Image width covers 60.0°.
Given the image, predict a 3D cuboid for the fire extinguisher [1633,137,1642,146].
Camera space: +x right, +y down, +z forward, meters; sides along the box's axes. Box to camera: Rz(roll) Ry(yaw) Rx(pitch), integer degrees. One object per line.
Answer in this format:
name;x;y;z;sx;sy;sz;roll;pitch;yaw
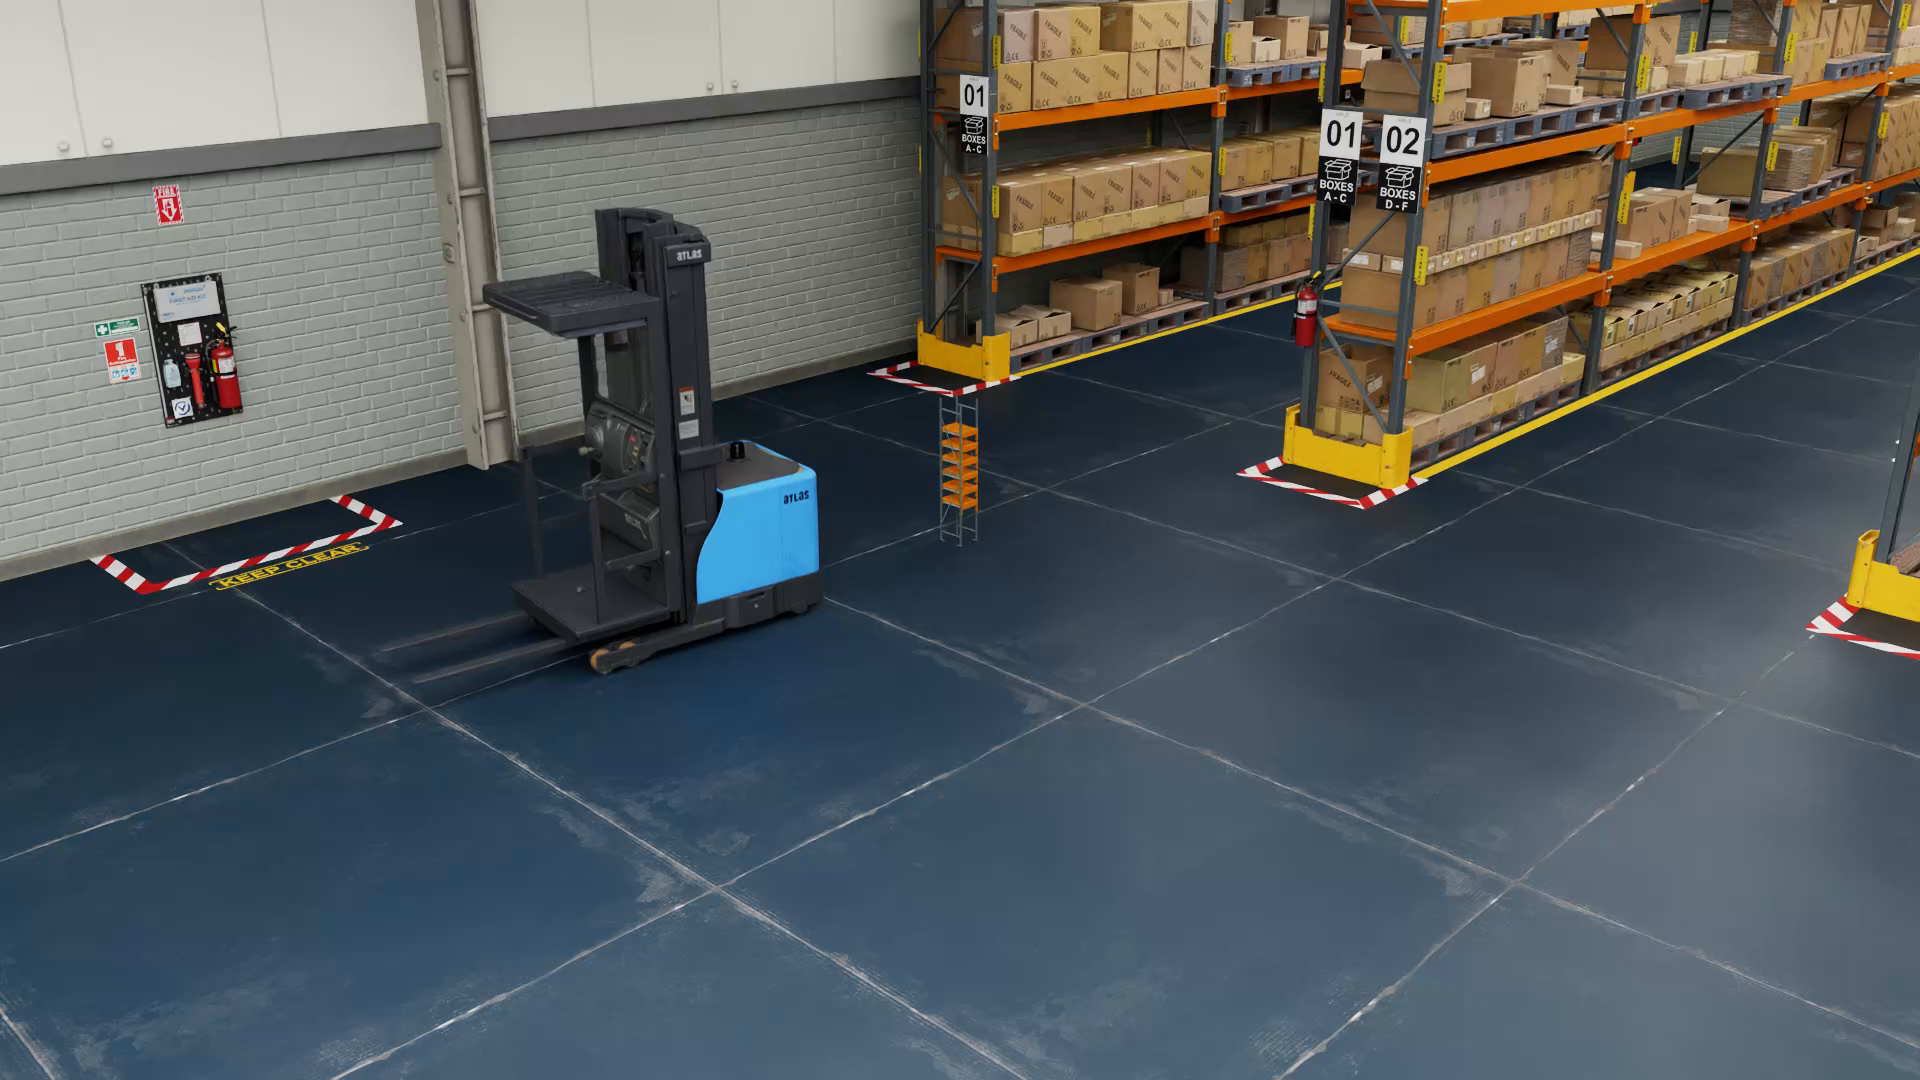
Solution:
fire extinguisher;11.578;-7.102;28.499;0.296;0.674;0.183;19;28;41

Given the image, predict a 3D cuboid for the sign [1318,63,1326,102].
sign;3.153;-3.953;14.374;0.100;0.325;0.005;19;28;41

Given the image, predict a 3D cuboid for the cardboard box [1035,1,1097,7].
cardboard box;1.182;-5.767;18.655;0.500;0.500;0.500;19;28;41

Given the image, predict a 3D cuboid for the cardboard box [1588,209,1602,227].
cardboard box;6.286;-3.291;16.913;0.380;0.149;0.250;19;28;41

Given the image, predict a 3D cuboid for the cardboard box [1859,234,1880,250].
cardboard box;12.947;-4.283;23.873;0.380;0.166;0.250;19;28;41

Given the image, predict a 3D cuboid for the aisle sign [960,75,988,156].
aisle sign;0.145;-4.396;17.207;0.394;0.787;0.004;19;28;41

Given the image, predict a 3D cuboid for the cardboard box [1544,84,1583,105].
cardboard box;5.677;-4.231;15.791;0.380;0.149;0.250;19;28;41

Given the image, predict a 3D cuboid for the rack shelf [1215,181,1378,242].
rack shelf;4.166;-4.483;22.059;1.077;0.370;4.000;19;28;41

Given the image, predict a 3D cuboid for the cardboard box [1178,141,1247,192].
cardboard box;3.150;-4.679;20.813;0.700;0.500;0.500;19;28;41

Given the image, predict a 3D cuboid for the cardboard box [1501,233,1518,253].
cardboard box;5.033;-2.829;15.709;0.380;0.149;0.250;20;28;41

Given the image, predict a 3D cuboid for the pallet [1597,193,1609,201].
pallet;10.640;-5.862;28.532;1.003;0.211;1.213;19;28;41

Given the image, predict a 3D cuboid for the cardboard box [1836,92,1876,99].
cardboard box;12.778;-6.092;23.710;0.500;0.500;0.500;20;28;41

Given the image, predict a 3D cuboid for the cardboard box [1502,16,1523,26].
cardboard box;8.661;-8.168;25.948;0.500;0.250;0.500;20;28;41

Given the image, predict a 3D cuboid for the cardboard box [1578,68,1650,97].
cardboard box;6.759;-4.748;17.188;0.500;0.250;0.500;-17;27;-37

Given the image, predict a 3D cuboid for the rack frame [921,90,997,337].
rack frame;-0.020;-3.276;17.917;1.000;3.000;0.127;19;28;41

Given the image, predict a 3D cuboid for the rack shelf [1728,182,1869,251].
rack shelf;10.508;-4.272;21.511;1.077;0.370;4.000;19;28;41

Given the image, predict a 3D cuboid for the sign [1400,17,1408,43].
sign;5.948;-6.838;22.282;0.100;0.325;0.005;19;28;41

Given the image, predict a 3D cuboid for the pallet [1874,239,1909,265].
pallet;13.234;-4.312;24.498;1.003;0.211;1.213;19;28;41

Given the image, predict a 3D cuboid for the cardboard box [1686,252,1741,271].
cardboard box;9.597;-3.431;21.192;0.500;0.500;0.500;-19;28;-40

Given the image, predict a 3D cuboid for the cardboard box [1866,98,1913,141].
cardboard box;12.793;-5.819;22.999;0.500;0.500;0.500;18;28;39

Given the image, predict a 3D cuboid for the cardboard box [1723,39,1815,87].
cardboard box;9.749;-5.792;20.143;0.910;0.500;0.500;19;28;41

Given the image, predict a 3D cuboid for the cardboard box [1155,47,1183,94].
cardboard box;2.233;-5.442;19.204;0.500;0.500;0.500;16;26;36

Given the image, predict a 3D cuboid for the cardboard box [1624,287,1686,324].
cardboard box;7.861;-2.679;18.829;0.500;0.311;0.500;-19;28;-41

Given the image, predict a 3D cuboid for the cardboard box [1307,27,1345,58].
cardboard box;4.590;-6.480;21.900;0.637;0.503;0.797;-15;26;-35

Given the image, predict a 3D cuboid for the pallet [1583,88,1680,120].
pallet;6.928;-4.606;17.463;0.805;0.209;1.217;18;27;39

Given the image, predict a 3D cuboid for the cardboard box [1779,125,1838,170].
cardboard box;11.412;-5.299;22.455;0.700;0.500;0.500;9;23;23

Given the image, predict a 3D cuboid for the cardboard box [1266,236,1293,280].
cardboard box;3.982;-3.803;22.158;0.700;0.500;0.500;20;28;41

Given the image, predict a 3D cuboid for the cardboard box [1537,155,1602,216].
cardboard box;6.017;-3.602;16.817;0.700;0.500;0.500;19;28;41

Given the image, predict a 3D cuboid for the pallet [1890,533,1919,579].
pallet;7.668;0.266;12.587;1.003;0.211;1.213;19;28;41

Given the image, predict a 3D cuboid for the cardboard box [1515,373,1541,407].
cardboard box;5.461;-1.546;16.663;0.500;0.250;0.500;19;28;41

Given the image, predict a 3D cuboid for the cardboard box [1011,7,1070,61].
cardboard box;0.809;-5.353;17.580;0.500;0.500;0.500;19;28;40

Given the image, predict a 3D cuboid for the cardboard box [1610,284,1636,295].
cardboard box;7.461;-2.807;19.162;0.500;0.311;0.500;19;28;40

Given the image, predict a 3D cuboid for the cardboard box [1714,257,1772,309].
cardboard box;9.635;-3.178;20.532;0.500;0.500;0.500;-19;28;-40

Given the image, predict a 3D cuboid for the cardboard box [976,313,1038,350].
cardboard box;0.527;-2.382;18.725;0.500;0.311;0.500;15;26;35

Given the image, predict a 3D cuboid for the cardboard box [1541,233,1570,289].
cardboard box;5.654;-2.859;16.693;0.700;0.500;0.500;19;28;40

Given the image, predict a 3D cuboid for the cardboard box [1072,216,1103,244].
cardboard box;1.260;-3.528;18.753;0.500;0.250;0.500;19;28;40

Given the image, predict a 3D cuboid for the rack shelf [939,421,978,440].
rack shelf;-0.010;-0.851;13.236;0.258;0.103;0.180;19;28;41

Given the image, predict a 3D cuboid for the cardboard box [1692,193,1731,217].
cardboard box;8.828;-3.969;19.845;0.500;0.311;0.500;-18;27;-39

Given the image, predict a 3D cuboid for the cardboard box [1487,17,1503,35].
cardboard box;7.659;-7.814;24.790;0.700;0.500;0.500;17;27;38

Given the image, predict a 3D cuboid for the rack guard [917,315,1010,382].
rack guard;0.033;-2.129;18.416;1.175;0.500;0.348;19;28;41

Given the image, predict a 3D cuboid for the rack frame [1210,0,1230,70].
rack frame;2.771;-7.105;19.516;1.000;3.000;0.127;19;28;41

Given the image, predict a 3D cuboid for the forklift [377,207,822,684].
forklift;-2.487;-0.676;11.249;3.031;2.935;1.130;-16;26;-35

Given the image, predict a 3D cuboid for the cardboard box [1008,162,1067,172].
cardboard box;0.872;-4.001;18.938;0.500;0.500;0.500;18;28;39

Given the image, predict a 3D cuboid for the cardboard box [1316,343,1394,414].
cardboard box;3.693;-1.512;15.530;0.500;0.500;0.500;19;28;41

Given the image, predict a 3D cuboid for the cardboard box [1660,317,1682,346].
cardboard box;7.854;-2.415;18.924;0.500;0.250;0.500;-20;28;-41

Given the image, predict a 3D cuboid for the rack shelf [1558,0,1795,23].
rack shelf;7.718;-5.857;17.831;1.077;0.370;4.000;19;28;41

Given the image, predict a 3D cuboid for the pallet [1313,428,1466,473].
pallet;4.035;-0.943;15.733;1.003;0.211;1.213;19;28;41

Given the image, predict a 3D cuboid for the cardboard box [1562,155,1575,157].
cardboard box;10.141;-6.403;28.048;0.380;0.149;0.250;20;28;41

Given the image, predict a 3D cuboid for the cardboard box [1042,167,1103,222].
cardboard box;1.245;-3.869;18.595;0.500;0.500;0.500;18;27;39

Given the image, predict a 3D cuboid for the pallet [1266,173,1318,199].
pallet;4.209;-4.724;21.951;1.003;0.211;1.213;19;28;41

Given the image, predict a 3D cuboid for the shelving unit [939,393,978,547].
shelving unit;-0.010;-0.556;13.350;0.258;1.200;0.189;19;28;41

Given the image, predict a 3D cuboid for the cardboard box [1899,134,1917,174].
cardboard box;13.160;-5.492;23.542;0.500;0.500;0.500;19;28;40

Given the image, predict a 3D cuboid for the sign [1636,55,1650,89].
sign;6.721;-4.605;16.363;0.100;0.325;0.005;19;28;41

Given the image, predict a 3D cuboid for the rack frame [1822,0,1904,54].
rack frame;11.903;-7.922;21.643;1.000;3.000;0.127;19;28;41

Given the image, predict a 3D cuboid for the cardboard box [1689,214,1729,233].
cardboard box;8.683;-3.676;19.308;0.380;0.149;0.250;19;28;41

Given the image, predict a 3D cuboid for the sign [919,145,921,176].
sign;-0.404;-4.108;18.027;0.100;0.325;0.005;19;28;41
